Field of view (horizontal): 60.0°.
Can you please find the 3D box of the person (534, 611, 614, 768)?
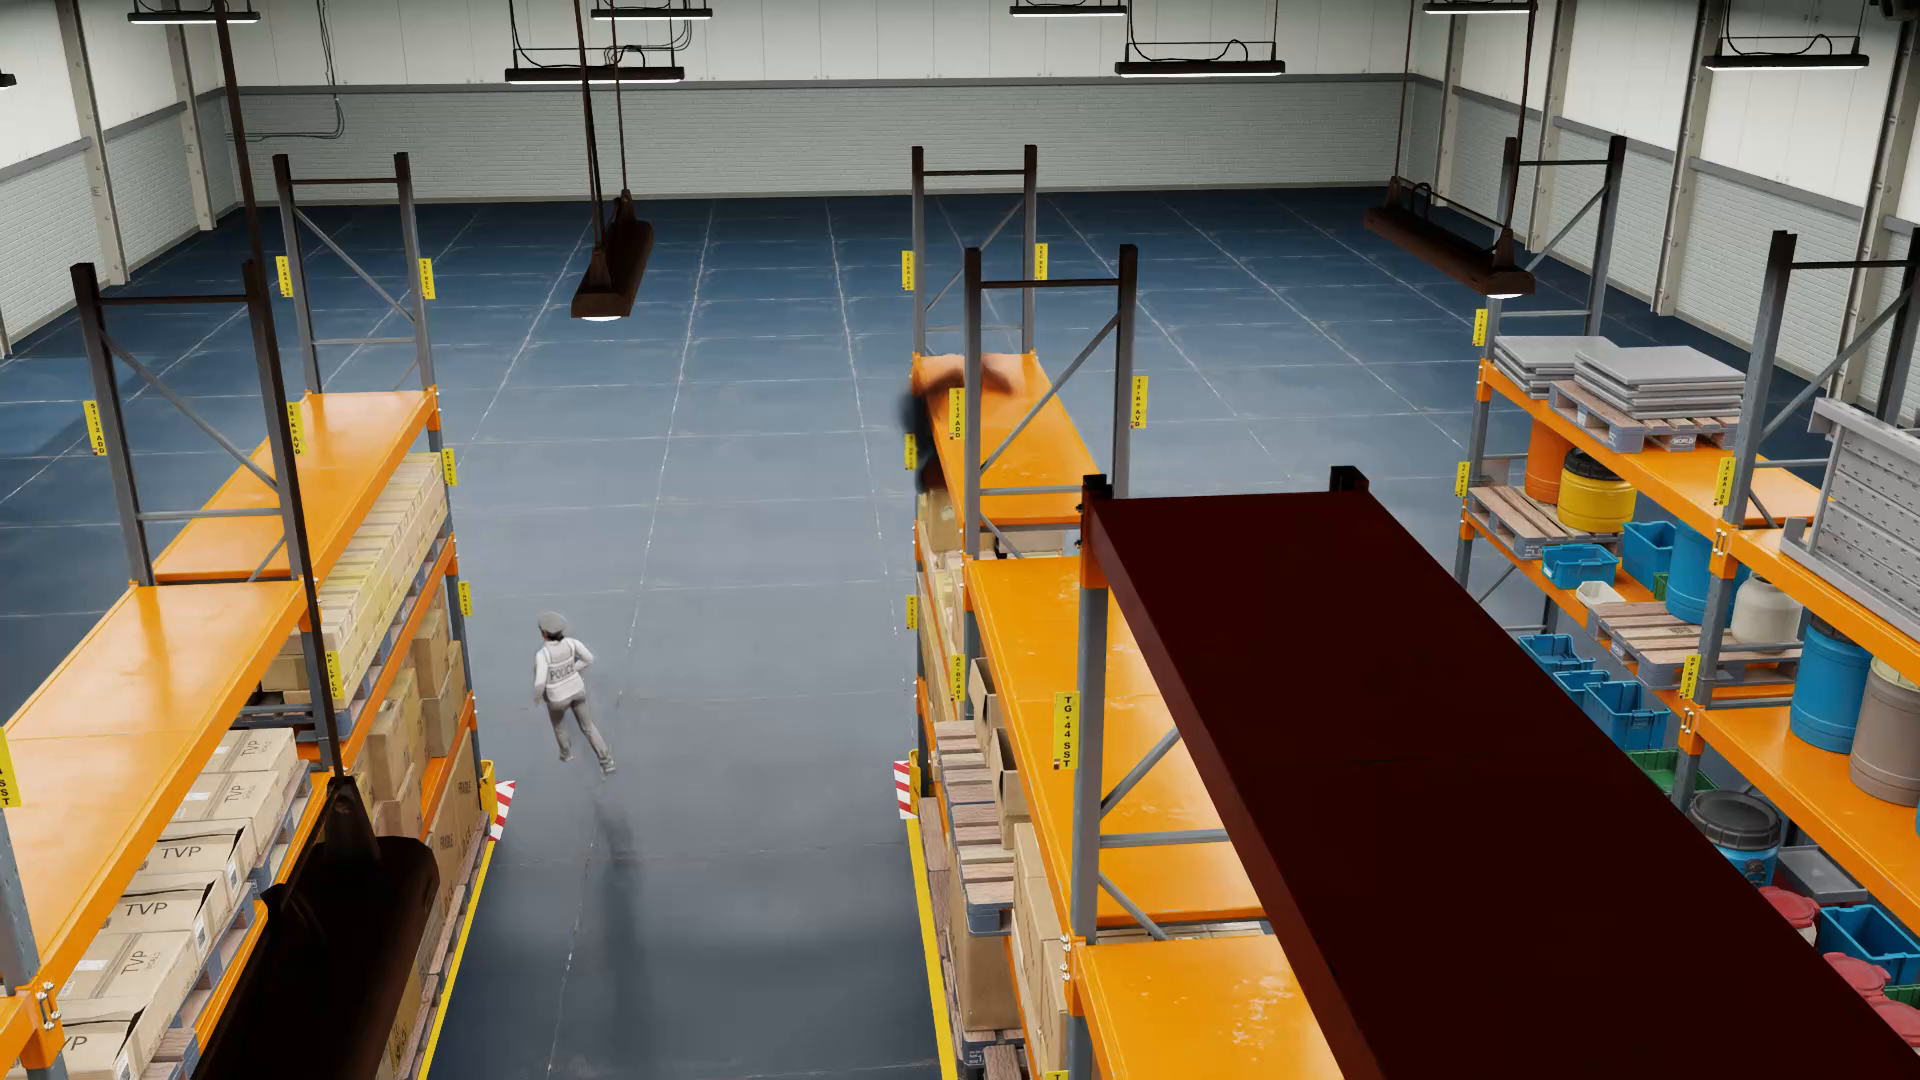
[{"bbox_3d":[-3.581,1.389,15.195,0.480,1.590,0.709,-16,27,-35],"label":"person"}]
